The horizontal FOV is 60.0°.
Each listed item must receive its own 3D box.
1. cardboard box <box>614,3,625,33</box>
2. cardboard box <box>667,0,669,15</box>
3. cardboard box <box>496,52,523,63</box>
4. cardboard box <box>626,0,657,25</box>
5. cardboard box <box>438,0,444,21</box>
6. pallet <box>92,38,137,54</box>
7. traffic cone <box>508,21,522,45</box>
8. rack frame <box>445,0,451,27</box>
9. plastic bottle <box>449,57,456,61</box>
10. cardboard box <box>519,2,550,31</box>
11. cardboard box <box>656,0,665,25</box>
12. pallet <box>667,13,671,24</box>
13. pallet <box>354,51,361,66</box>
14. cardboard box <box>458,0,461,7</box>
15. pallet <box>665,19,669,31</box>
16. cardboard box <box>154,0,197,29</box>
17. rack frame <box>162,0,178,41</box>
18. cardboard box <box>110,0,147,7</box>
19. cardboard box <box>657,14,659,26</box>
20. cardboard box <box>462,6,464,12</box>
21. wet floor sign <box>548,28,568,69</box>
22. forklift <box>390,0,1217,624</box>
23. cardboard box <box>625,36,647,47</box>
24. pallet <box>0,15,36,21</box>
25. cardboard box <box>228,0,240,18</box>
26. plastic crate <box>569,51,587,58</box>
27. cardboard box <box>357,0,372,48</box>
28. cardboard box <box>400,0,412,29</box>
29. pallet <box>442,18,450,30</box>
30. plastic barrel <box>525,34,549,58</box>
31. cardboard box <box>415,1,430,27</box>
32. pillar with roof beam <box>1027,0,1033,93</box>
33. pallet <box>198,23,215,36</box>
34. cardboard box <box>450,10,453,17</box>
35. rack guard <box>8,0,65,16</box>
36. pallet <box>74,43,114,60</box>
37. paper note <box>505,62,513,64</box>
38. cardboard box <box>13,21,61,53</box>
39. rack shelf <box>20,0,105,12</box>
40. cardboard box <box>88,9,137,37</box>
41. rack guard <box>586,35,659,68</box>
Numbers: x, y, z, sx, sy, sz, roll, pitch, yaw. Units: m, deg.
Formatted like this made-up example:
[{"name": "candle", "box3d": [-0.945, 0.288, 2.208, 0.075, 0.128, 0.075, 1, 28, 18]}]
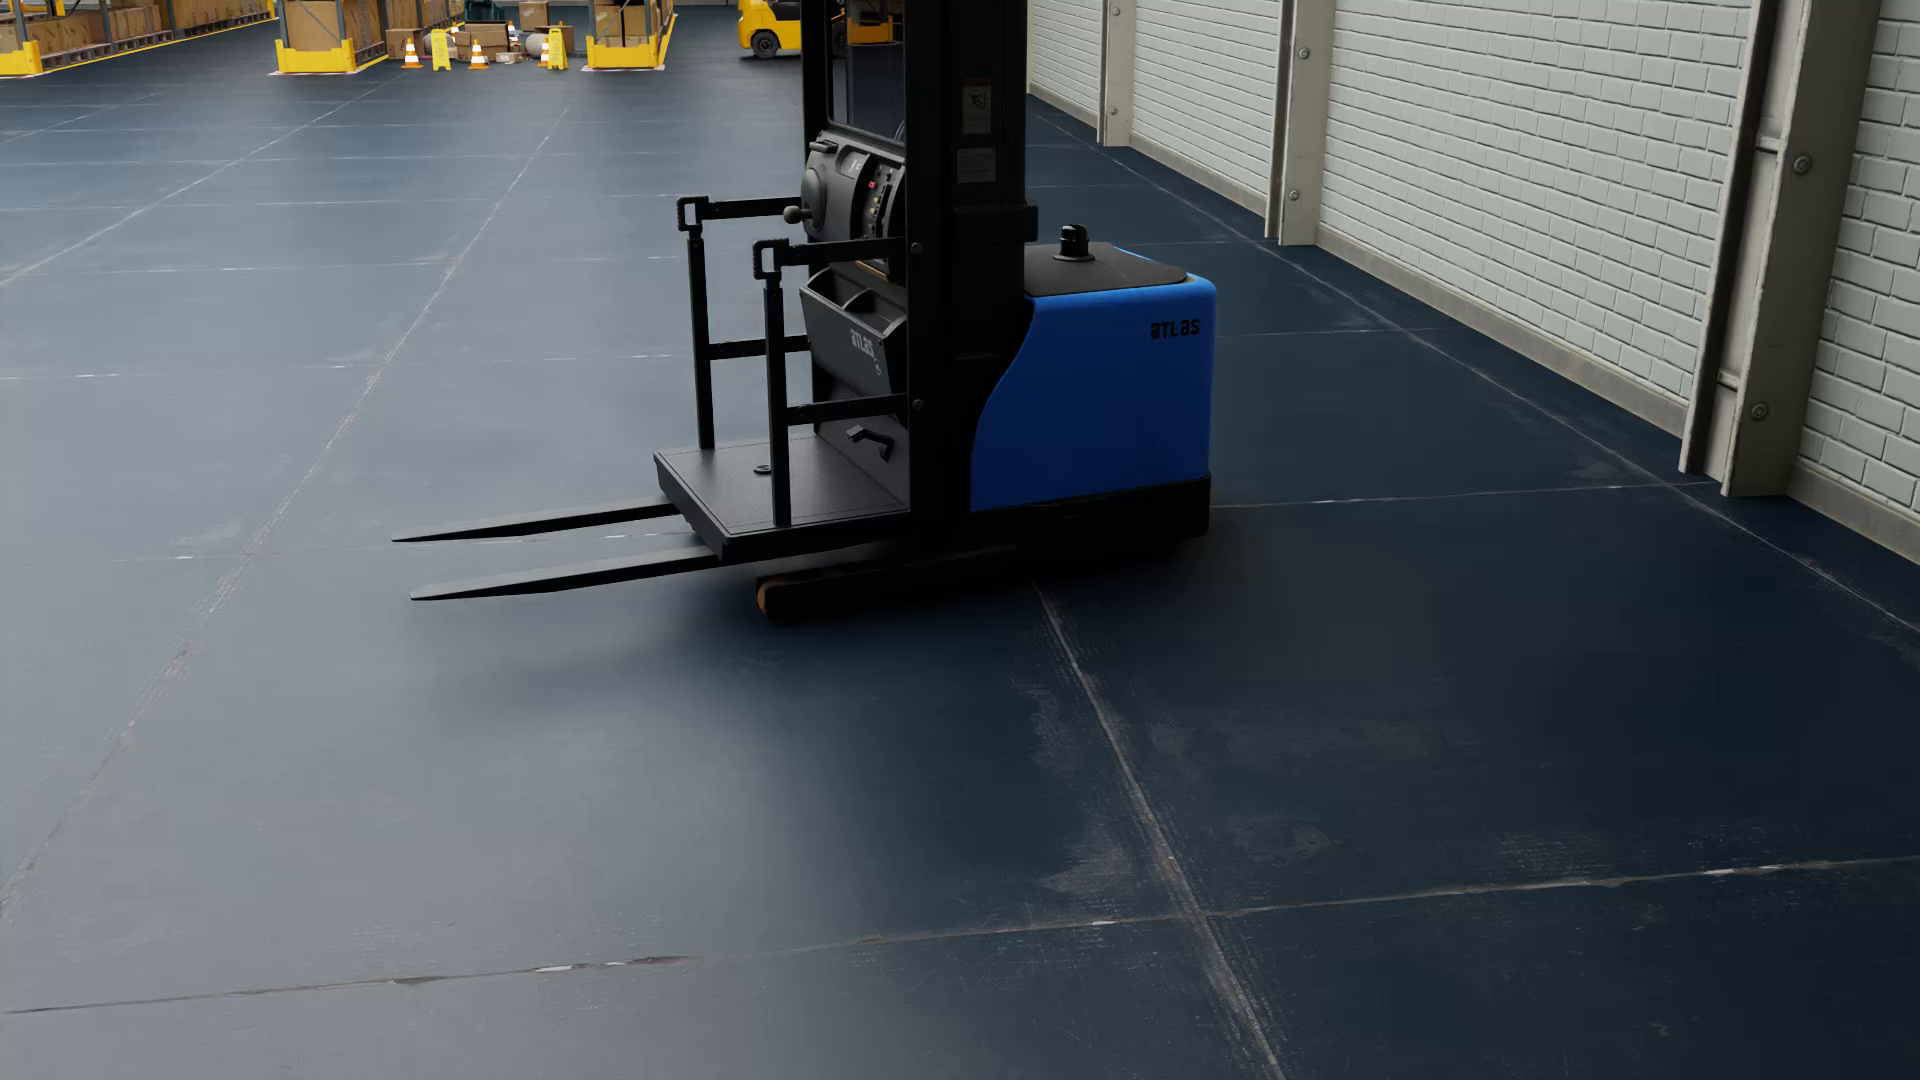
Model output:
[{"name": "cardboard box", "box3d": [-6.163, -9.144, 29.168, 0.500, 0.500, 0.500, -2, 21, -6]}, {"name": "cardboard box", "box3d": [-7.425, -12.813, 39.797, 0.875, 0.438, 0.875, -3, 21, -9]}, {"name": "cardboard box", "box3d": [-7.899, -8.455, 29.142, 0.380, 0.149, 0.250, 8, 22, 20]}, {"name": "cardboard box", "box3d": [-5.787, -9.540, 30.229, 0.500, 0.500, 0.500, -2, 21, -5]}, {"name": "cardboard box", "box3d": [-11.895, -11.914, 37.299, 0.500, 0.500, 0.500, -3, 21, -9]}, {"name": "pallet", "box3d": [-16.208, -9.287, 31.280, 1.003, 0.211, 1.213, -3, 21, -8]}, {"name": "traffic cone", "box3d": [-8.883, -10.044, 32.947, 0.336, 0.463, 0.334, -3, 21, -8]}, {"name": "rack frame", "box3d": [-12.325, -13.309, 38.063, 1.000, 3.000, 0.127, -3, 21, -8]}, {"name": "plastic bottle", "box3d": [-9.017, -8.507, 29.405, 0.133, 0.061, 0.283, -11, 23, -26]}, {"name": "cardboard box", "box3d": [-8.045, -9.907, 31.446, 0.500, 0.500, 0.500, -3, 21, -8]}, {"name": "cardboard box", "box3d": [-6.882, -11.654, 36.067, 0.875, 0.875, 0.875, -3, 21, -8]}, {"name": "pallet", "box3d": [-7.473, -12.555, 40.029, 1.003, 0.211, 1.213, -3, 21, -8]}, {"name": "pallet", "box3d": [-10.787, -8.121, 28.158, 1.003, 0.211, 1.213, -3, 21, -8]}, {"name": "cardboard box", "box3d": [-12.293, -12.984, 40.242, 0.380, 0.149, 0.250, -3, 21, -7]}, {"name": "pallet", "box3d": [-7.076, -11.601, 37.475, 1.003, 0.211, 1.213, -3, 21, -8]}, {"name": "cardboard box", "box3d": [-16.750, -11.150, 34.720, 1.225, 0.875, 0.875, -4, 21, -10]}, {"name": "rack frame", "box3d": [-16.671, -11.709, 33.779, 1.000, 3.000, 0.127, -3, 21, -8]}, {"name": "cardboard box", "box3d": [-16.458, -10.682, 32.901, 0.500, 0.250, 0.500, -1, 20, -2]}, {"name": "cardboard box", "box3d": [-6.473, -10.220, 32.947, 0.950, 0.372, 0.625, -2, 21, -4]}, {"name": "cardboard box", "box3d": [-12.381, -13.034, 40.800, 0.380, 0.149, 0.250, -4, 21, -10]}, {"name": "wet floor sign", "box3d": [-6.742, -8.216, 27.792, 0.267, 0.644, 0.232, 4, 21, 11]}, {"name": "forklift", "box3d": [-0.577, -1.285, 5.969, 3.031, 2.935, 1.130, -9, 22, -22]}, {"name": "cardboard box", "box3d": [-5.554, -8.641, 28.894, 0.500, 0.250, 0.500, -3, 21, -8]}, {"name": "pallet", "box3d": [-22.472, -12.214, 39.116, 1.003, 0.211, 1.213, -3, 21, -8]}, {"name": "cardboard box", "box3d": [-17.263, -12.528, 38.408, 0.875, 0.875, 0.875, -3, 21, -8]}, {"name": "plastic crate", "box3d": [-6.873, -8.871, 30.354, 0.402, 0.080, 0.583, -11, 23, -26]}, {"name": "cardboard box", "box3d": [-11.016, -9.207, 29.518, 0.875, 0.875, 0.875, -3, 21, -7]}, {"name": "cardboard box", "box3d": [-11.620, -10.549, 33.289, 1.050, 0.750, 0.750, -3, 21, -7]}, {"name": "pallet", "box3d": [-12.211, -11.733, 37.830, 1.003, 0.211, 1.213, -3, 21, -8]}, {"name": "plastic barrel", "box3d": [-7.507, -8.871, 29.862, 0.512, 0.421, 0.421, 12, 24, 30]}, {"name": "cardboard box", "box3d": [-11.598, -11.208, 35.409, 0.500, 0.500, 0.500, -4, 21, -10]}, {"name": "pillar with roof beam", "box3d": [-3.403, -10.493, 21.949, 9.100, 9.000, 0.400, -3, 21, -8]}, {"name": "pallet", "box3d": [-16.882, -11.101, 36.136, 1.003, 0.211, 1.213, -3, 21, -8]}, {"name": "cardboard box", "box3d": [-12.059, -12.313, 38.869, 0.380, 0.149, 0.250, -4, 21, -10]}, {"name": "rack guard", "box3d": [-22.741, -13.066, 40.984, 1.175, 0.500, 0.348, -3, 21, -8]}, {"name": "pallet", "box3d": [-15.962, -8.787, 29.941, 1.003, 0.211, 1.213, -3, 21, -8]}, {"name": "paper note", "box3d": [-7.817, -8.275, 28.828, 0.148, 0.019, 0.142, -11, 23, -26]}, {"name": "cardboard box", "box3d": [-15.783, -8.605, 28.440, 0.500, 0.500, 0.500, -1, 21, -3]}, {"name": "rack shelf", "box3d": [-15.806, -9.295, 28.343, 1.077, 0.370, 4.000, -3, 21, -8]}, {"name": "cardboard box", "box3d": [-16.292, -9.933, 31.967, 0.700, 0.500, 0.500, -5, 21, -12]}, {"name": "rack guard", "box3d": [-5.722, -8.294, 28.209, 1.175, 0.500, 0.348, -3, 21, -8]}]
